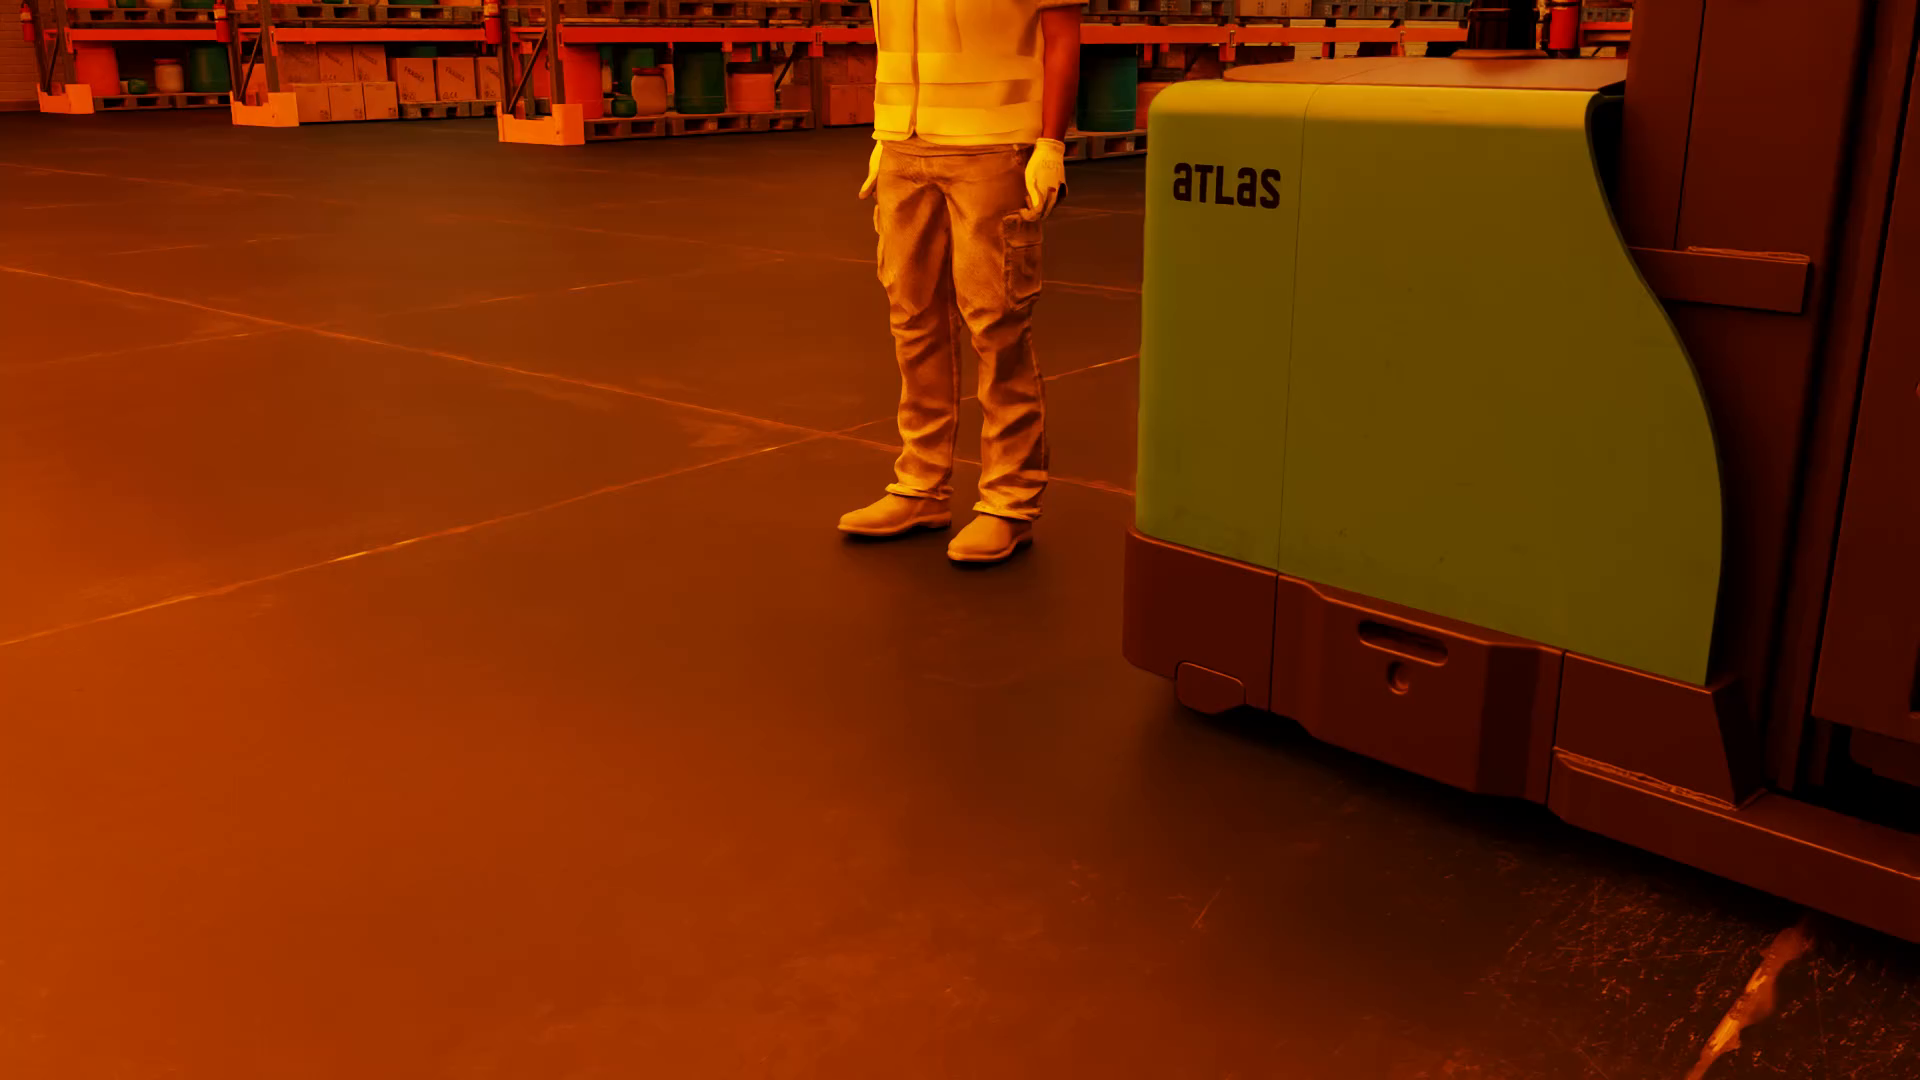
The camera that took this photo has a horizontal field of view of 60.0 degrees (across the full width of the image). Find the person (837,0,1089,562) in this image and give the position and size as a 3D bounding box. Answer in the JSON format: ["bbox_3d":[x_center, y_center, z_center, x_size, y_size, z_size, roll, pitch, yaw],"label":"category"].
[{"bbox_3d":[0.000,-0.853,3.680,0.543,1.789,0.387,13,21,37],"label":"person"}]

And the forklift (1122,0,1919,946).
[{"bbox_3d":[1.677,-0.915,1.912,1.130,2.935,3.031,-16,23,-42],"label":"forklift"}]
